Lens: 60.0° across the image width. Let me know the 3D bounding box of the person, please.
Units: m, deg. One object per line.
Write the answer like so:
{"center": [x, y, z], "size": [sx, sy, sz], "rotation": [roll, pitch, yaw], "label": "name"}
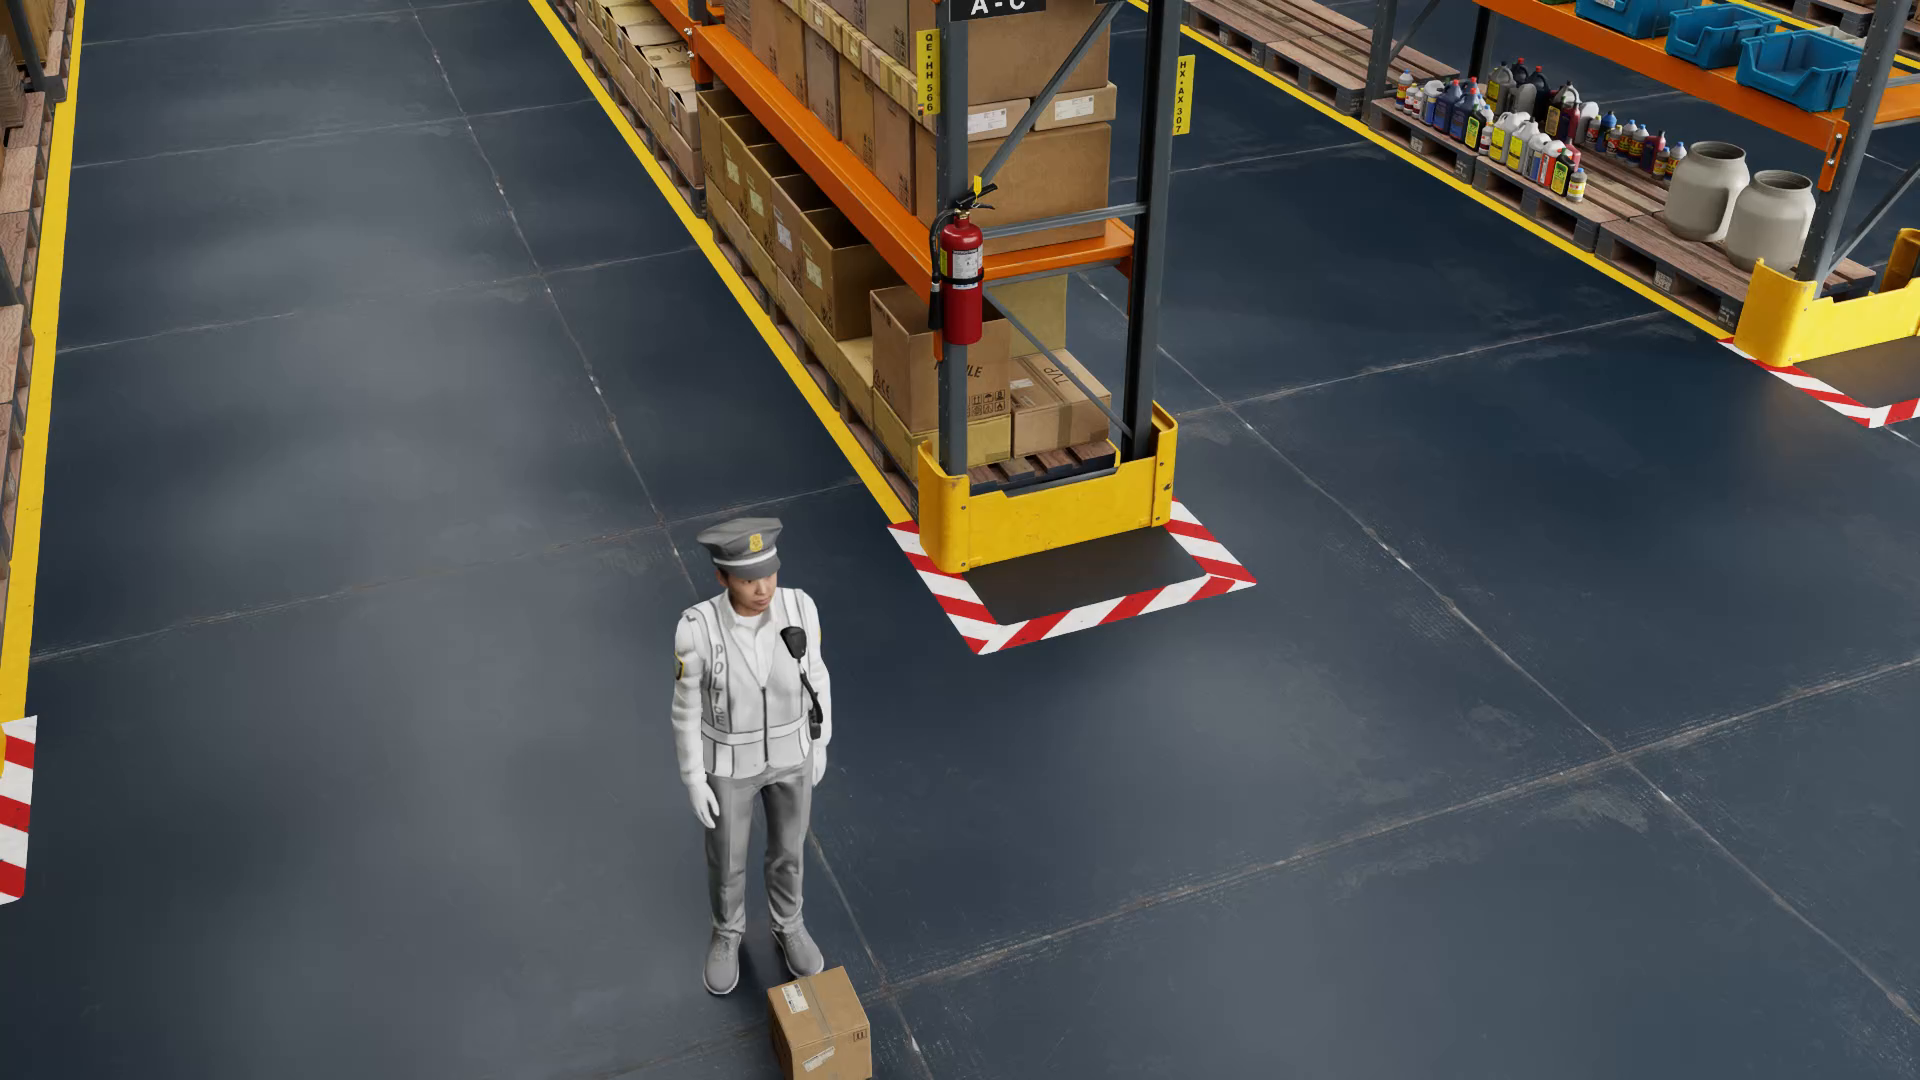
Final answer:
{"center": [-0.617, 0.678, 5.090], "size": [0.511, 1.719, 0.363], "rotation": [-13, 36, -19], "label": "person"}
